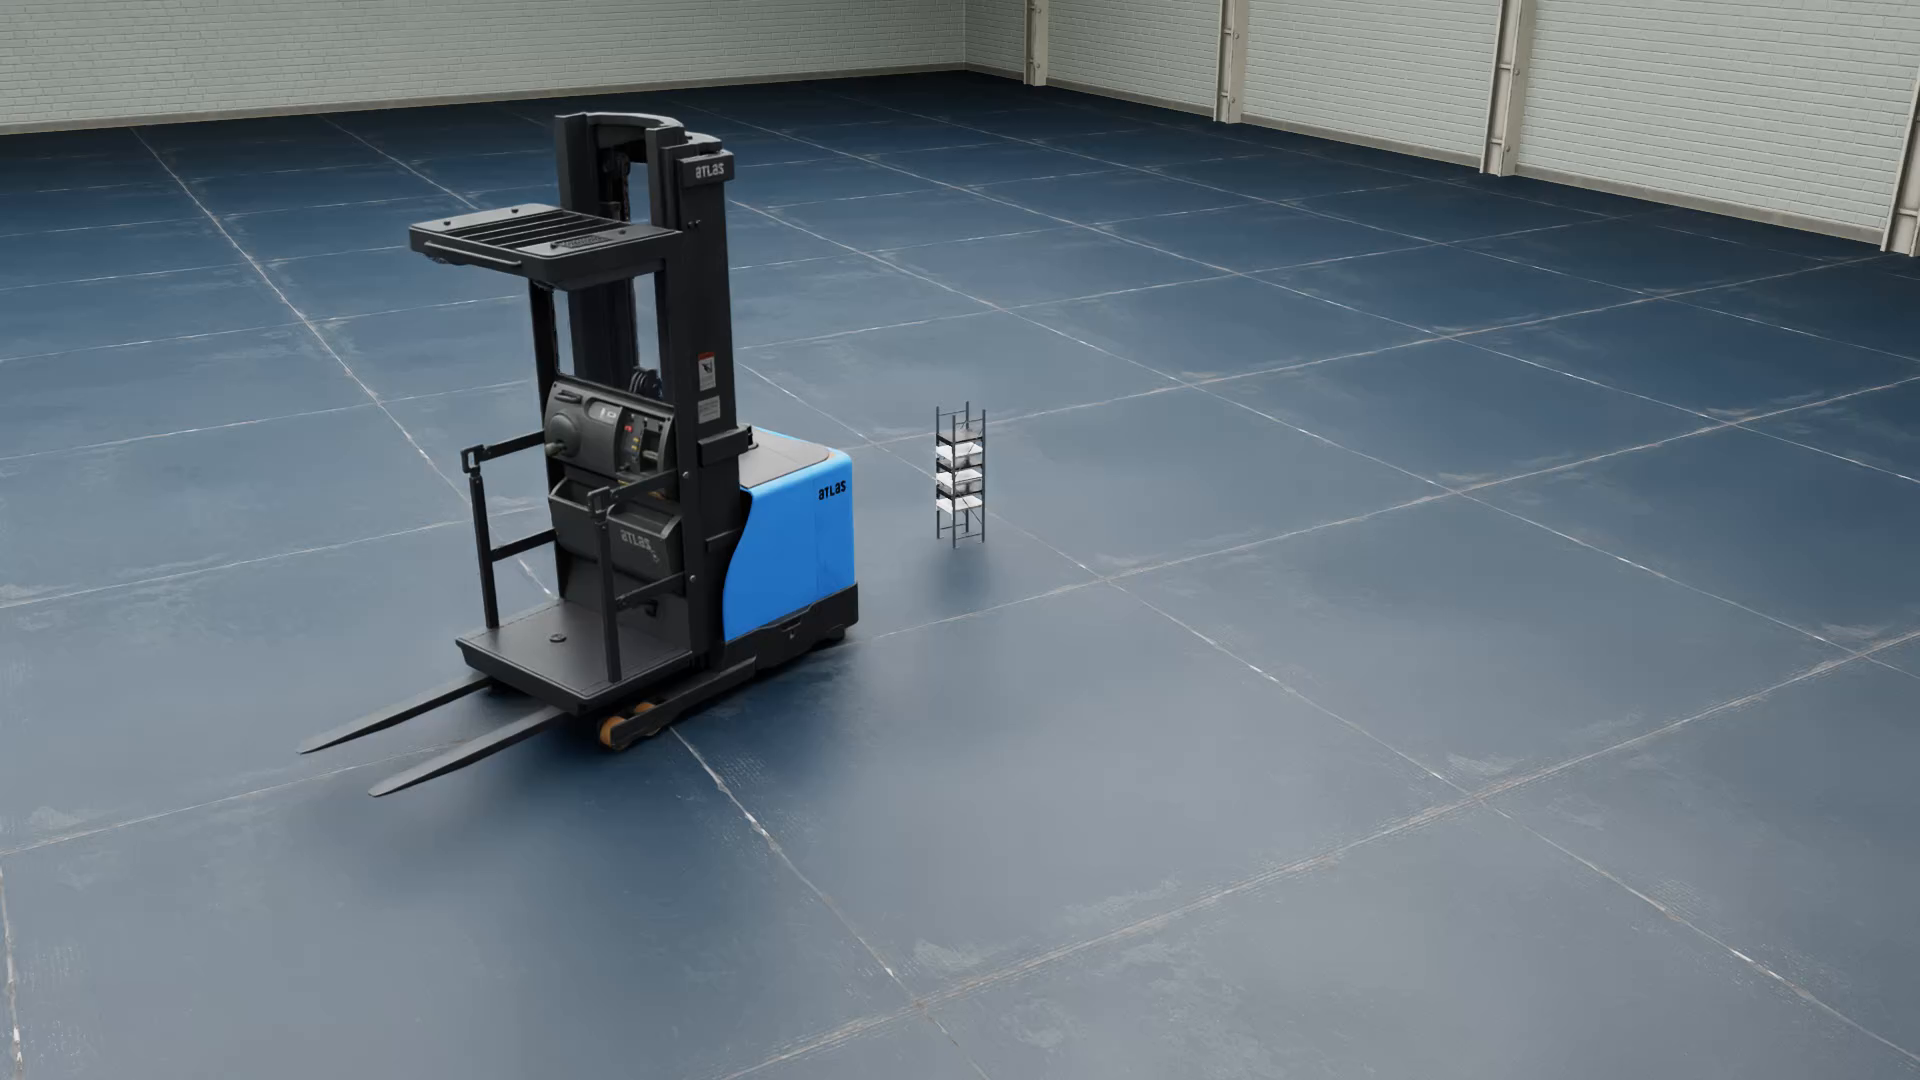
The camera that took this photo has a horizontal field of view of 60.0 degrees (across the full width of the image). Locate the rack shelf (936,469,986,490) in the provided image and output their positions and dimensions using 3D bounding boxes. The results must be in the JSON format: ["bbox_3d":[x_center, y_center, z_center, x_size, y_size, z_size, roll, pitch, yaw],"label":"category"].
[{"bbox_3d":[0.004,-0.383,10.648,0.258,0.077,0.200,-13,25,-28],"label":"rack shelf"}]

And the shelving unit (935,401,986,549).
[{"bbox_3d":[0.004,-0.414,10.636,0.258,0.900,0.210,-13,25,-28],"label":"shelving unit"}]

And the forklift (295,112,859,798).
[{"bbox_3d":[-1.904,-0.527,8.216,1.130,2.935,3.031,17,28,36],"label":"forklift"}]

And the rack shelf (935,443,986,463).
[{"bbox_3d":[0.004,-0.550,10.580,0.258,0.077,0.200,-13,25,-28],"label":"rack shelf"}]

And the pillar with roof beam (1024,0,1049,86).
[{"bbox_3d":[-2.197,-12.429,29.440,9.100,9.000,0.400,-13,25,-28],"label":"pillar with roof beam"}]

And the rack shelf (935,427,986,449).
[{"bbox_3d":[0.004,-0.633,10.546,0.258,0.077,0.200,-13,25,-28],"label":"rack shelf"}]

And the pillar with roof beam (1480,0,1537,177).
[{"bbox_3d":[3.933,-8.545,19.883,9.100,9.000,0.400,-13,25,-28],"label":"pillar with roof beam"}]

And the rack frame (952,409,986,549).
[{"bbox_3d":[0.056,-0.381,10.555,0.240,0.900,0.006,-13,25,-28],"label":"rack frame"}]

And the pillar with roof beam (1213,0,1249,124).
[{"bbox_3d":[0.868,-10.487,24.661,9.100,9.000,0.400,-13,25,-28],"label":"pillar with roof beam"}]

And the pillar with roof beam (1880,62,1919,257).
[{"bbox_3d":[6.998,-6.602,15.104,9.100,9.000,0.400,-13,25,-28],"label":"pillar with roof beam"}]

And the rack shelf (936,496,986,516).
[{"bbox_3d":[0.004,-0.217,10.716,0.258,0.077,0.200,-13,25,-28],"label":"rack shelf"}]

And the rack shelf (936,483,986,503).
[{"bbox_3d":[0.004,-0.300,10.682,0.258,0.077,0.200,-13,25,-28],"label":"rack shelf"}]

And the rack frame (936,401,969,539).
[{"bbox_3d":[-0.048,-0.447,10.717,0.240,0.900,0.006,-13,25,-28],"label":"rack frame"}]

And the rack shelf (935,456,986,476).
[{"bbox_3d":[0.004,-0.467,10.614,0.258,0.077,0.200,-13,25,-28],"label":"rack shelf"}]
